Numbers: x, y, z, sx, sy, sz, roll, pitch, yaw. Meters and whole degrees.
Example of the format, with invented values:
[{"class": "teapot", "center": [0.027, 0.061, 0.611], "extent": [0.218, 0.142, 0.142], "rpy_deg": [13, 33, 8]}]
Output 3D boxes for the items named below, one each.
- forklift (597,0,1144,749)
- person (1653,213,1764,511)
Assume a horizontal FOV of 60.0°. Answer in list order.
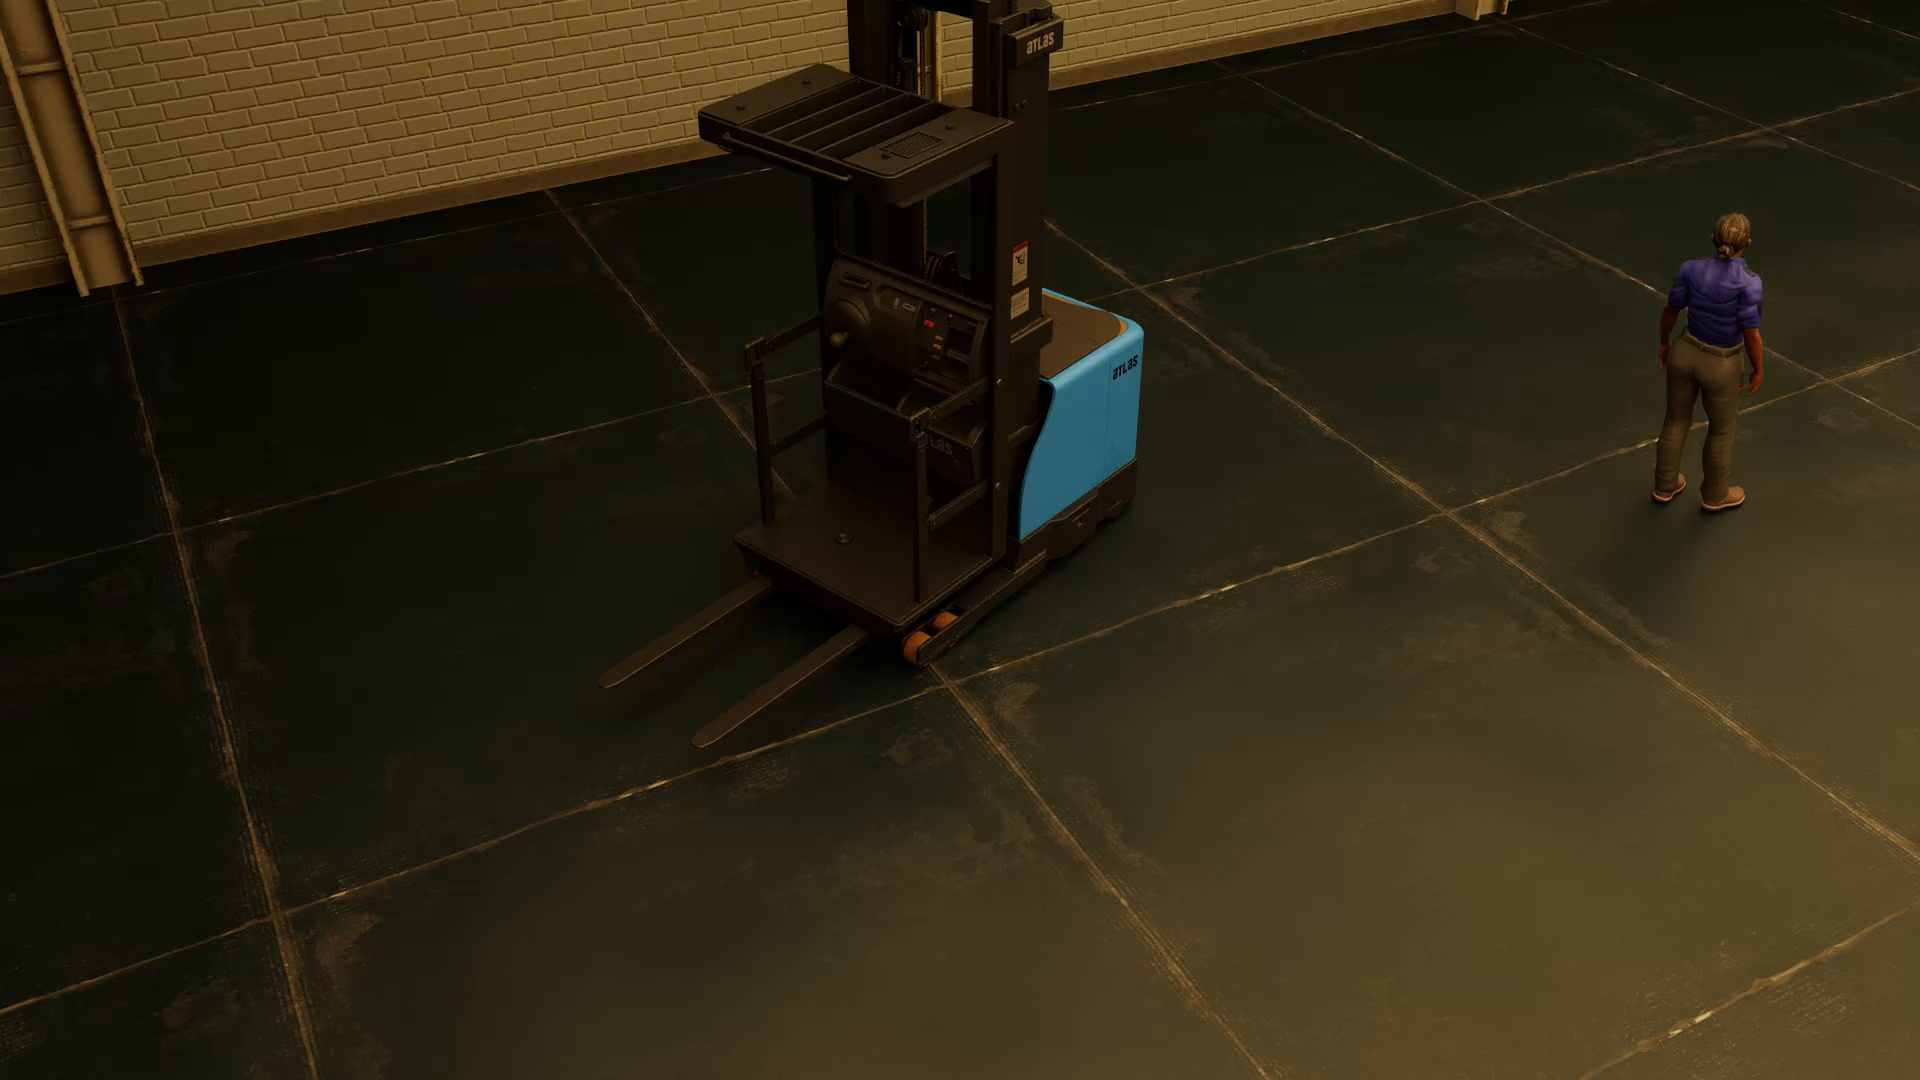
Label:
[{"class": "forklift", "center": [-0.390, -0.927, 7.434], "extent": [1.130, 2.935, 3.031], "rpy_deg": [26, 43, 31]}, {"class": "person", "center": [3.873, -0.922, 8.521], "extent": [0.504, 1.655, 0.570], "rpy_deg": [-27, 44, -33]}]
